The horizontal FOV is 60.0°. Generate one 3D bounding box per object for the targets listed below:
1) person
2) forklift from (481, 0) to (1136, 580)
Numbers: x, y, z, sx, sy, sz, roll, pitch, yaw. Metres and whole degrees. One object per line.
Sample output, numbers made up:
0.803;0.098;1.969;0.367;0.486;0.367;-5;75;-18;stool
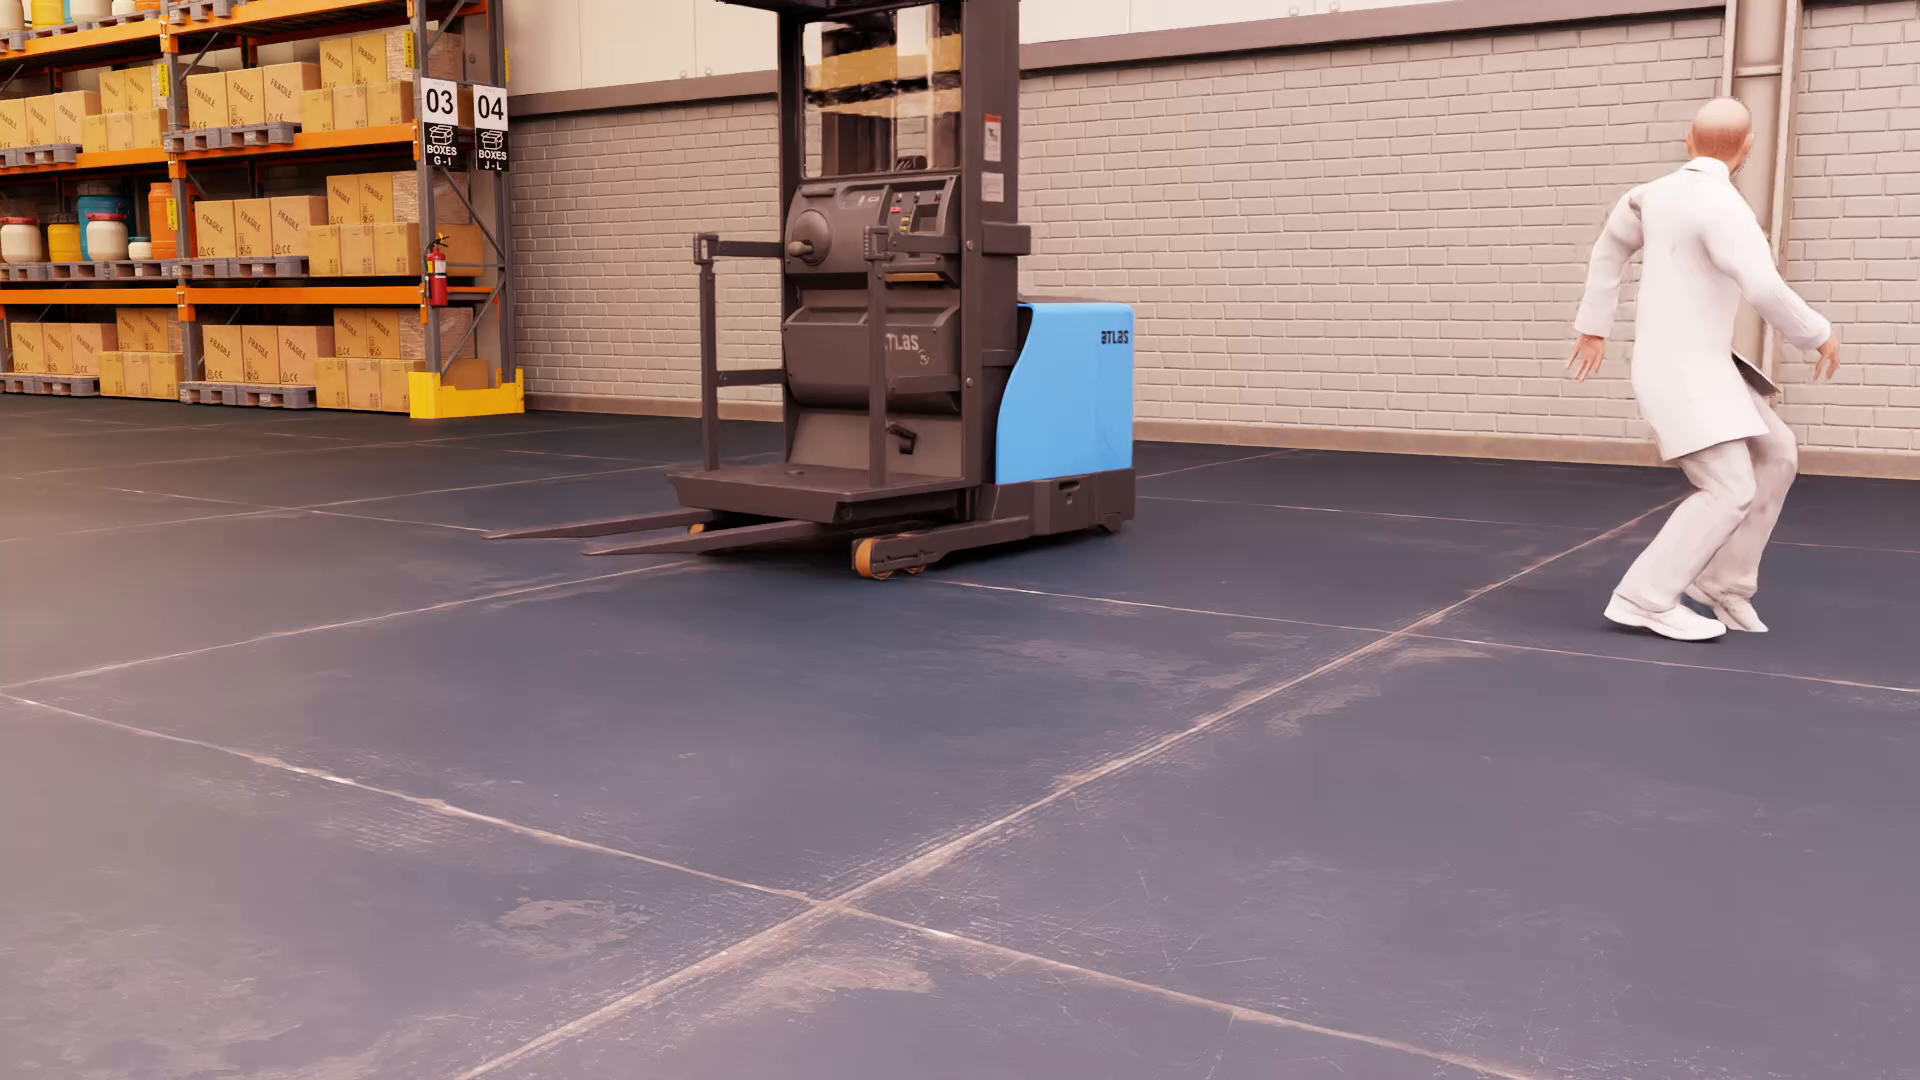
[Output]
2.375;-0.517;5.366;0.799;1.763;0.728;3;9;20;person
-0.521;-1.374;6.854;1.130;2.935;3.031;7;11;40;forklift
